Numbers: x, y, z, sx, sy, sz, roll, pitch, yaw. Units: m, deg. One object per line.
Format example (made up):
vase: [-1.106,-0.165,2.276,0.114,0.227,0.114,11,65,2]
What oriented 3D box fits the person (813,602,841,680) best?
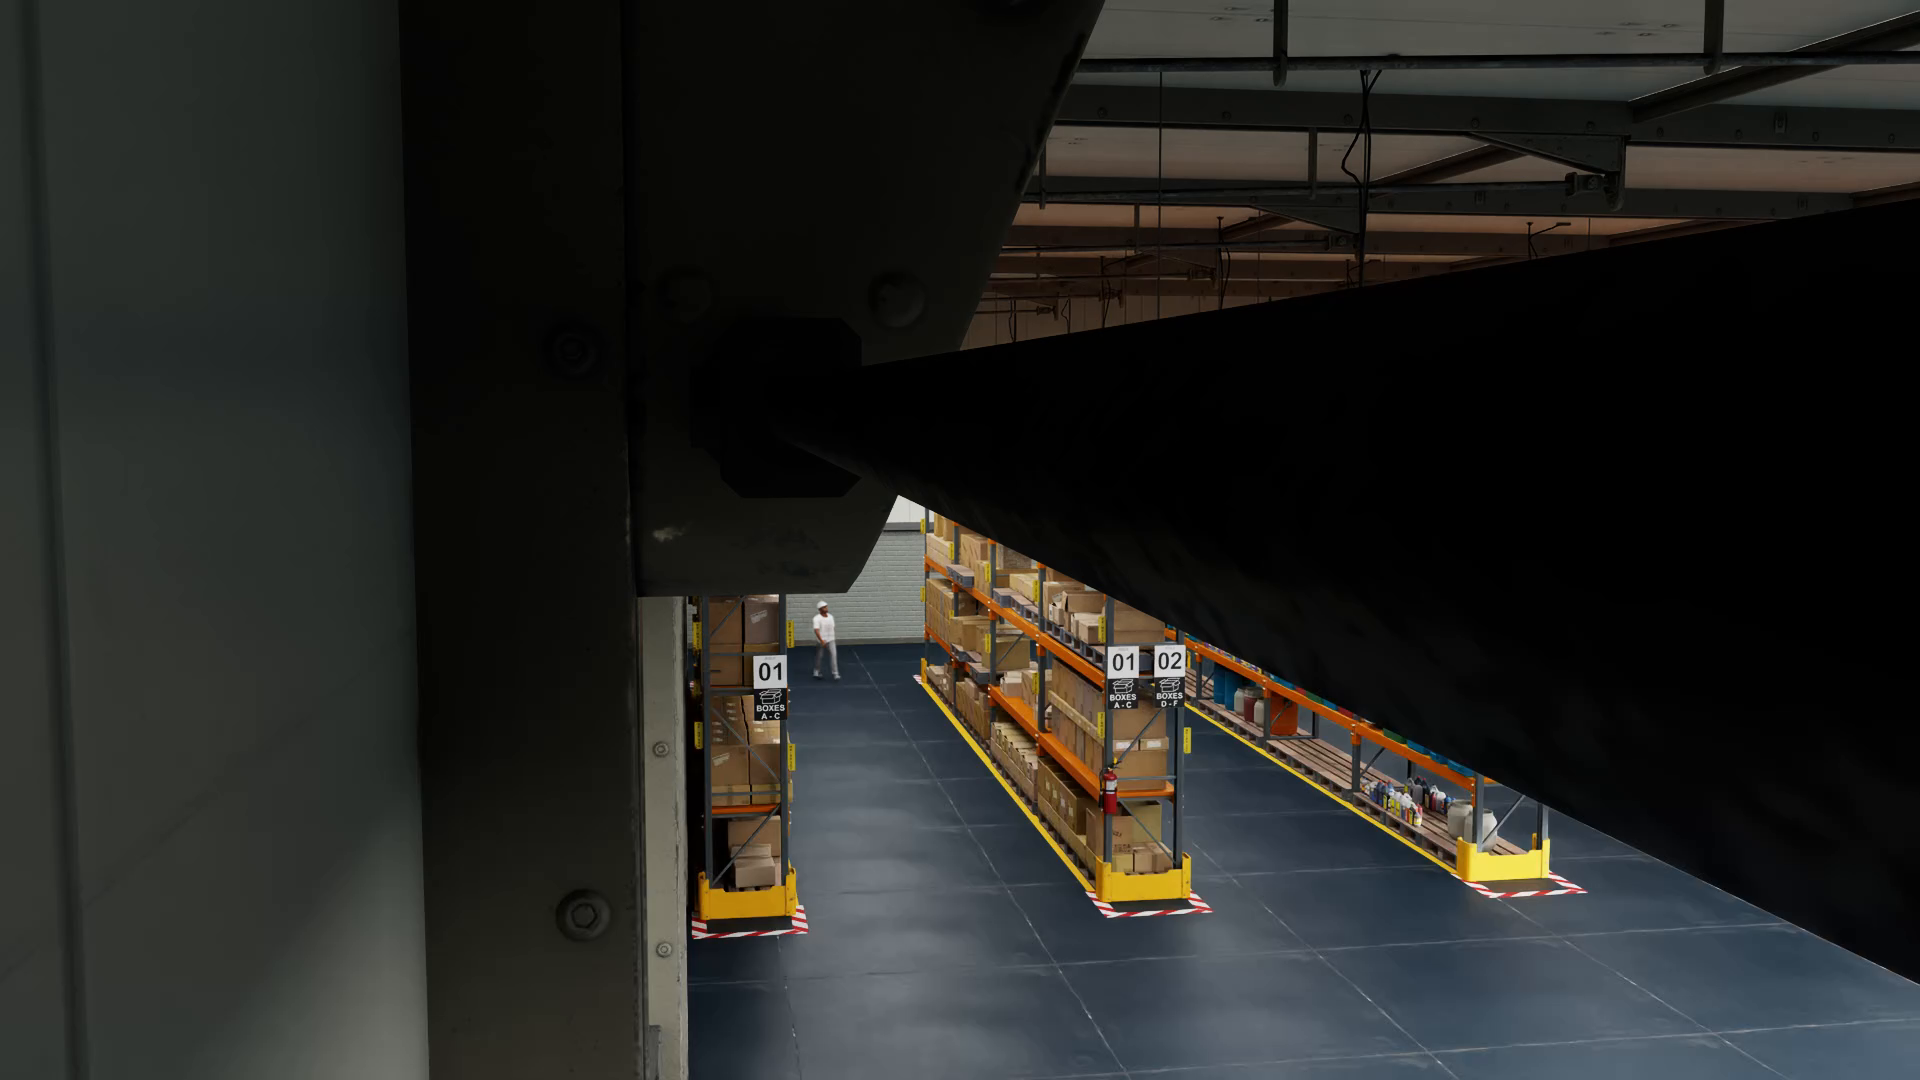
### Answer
person: [-2.960,2.230,36.746,0.563,1.713,1.018,-3,6,-30]
